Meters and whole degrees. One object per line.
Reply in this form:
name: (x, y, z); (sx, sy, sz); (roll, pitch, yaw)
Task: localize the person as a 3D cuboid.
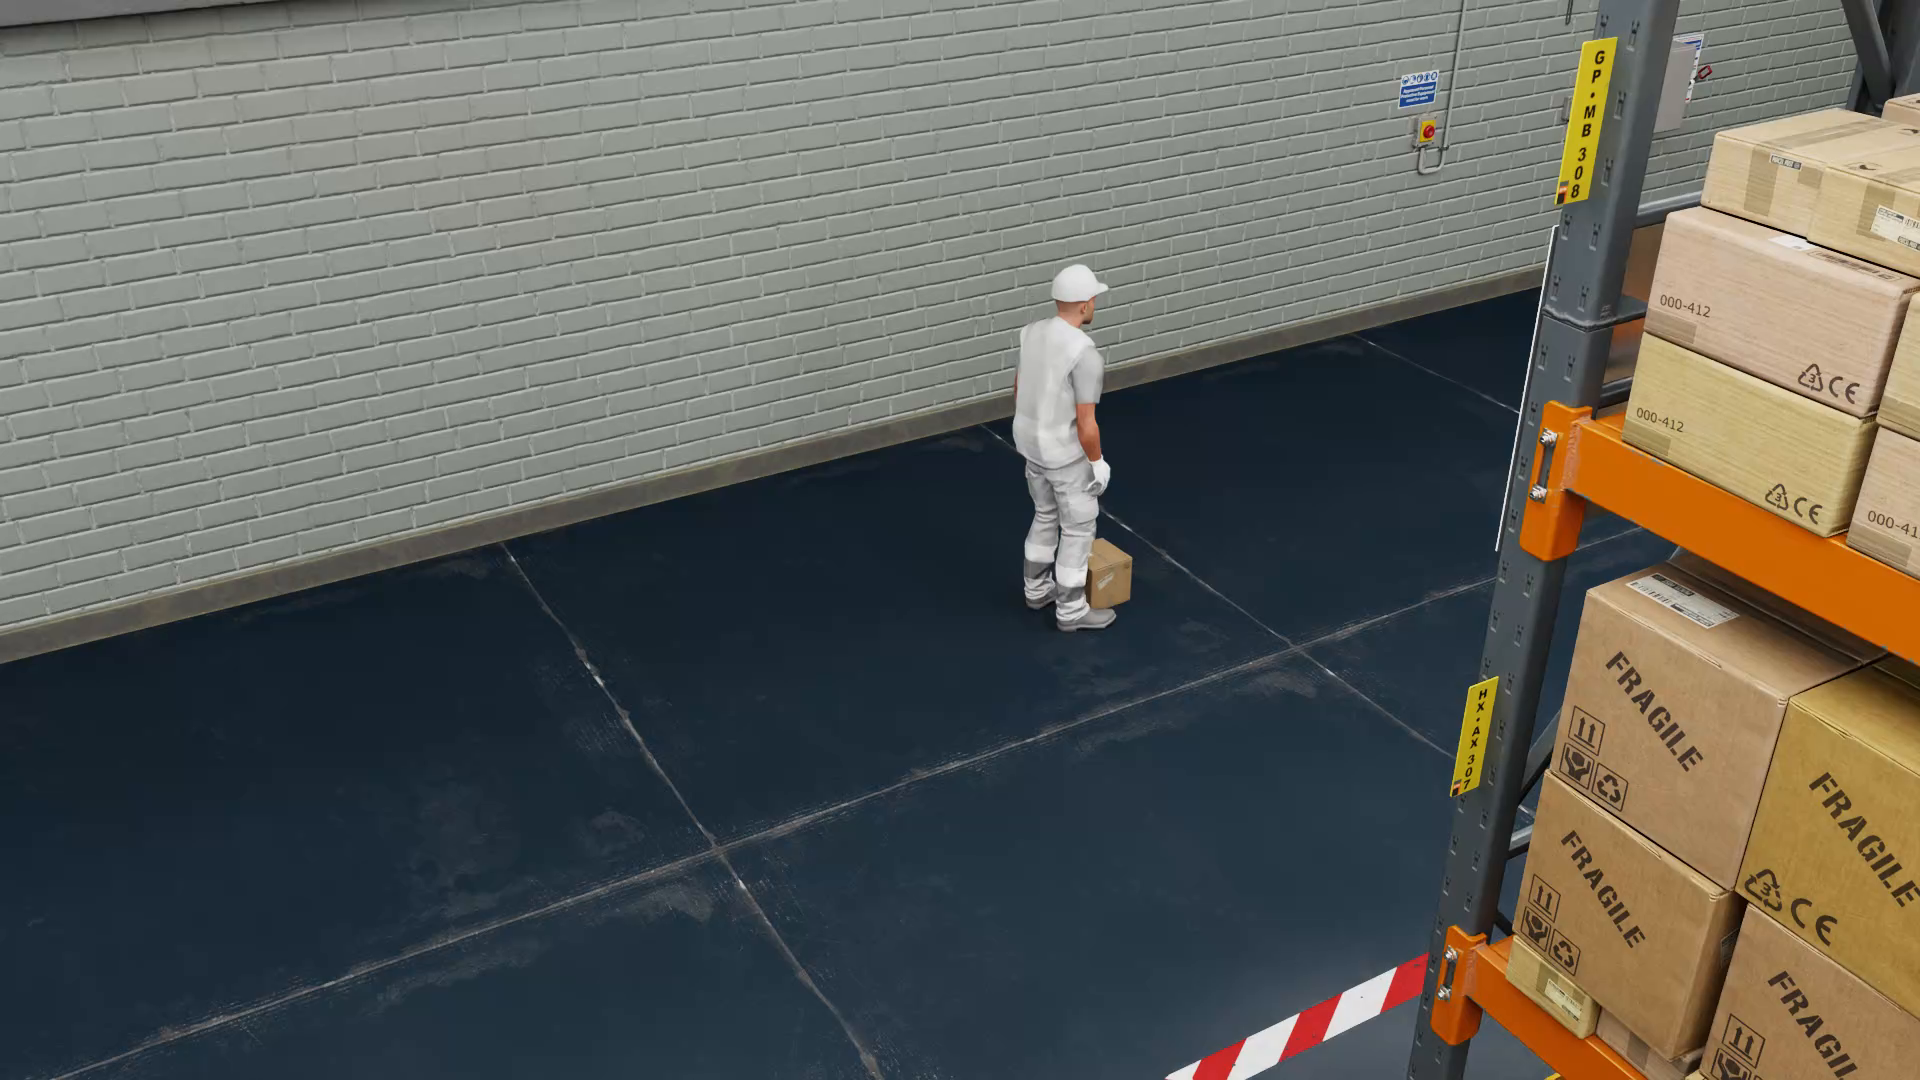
person: (0.493, -0.433, 7.900); (0.451, 1.777, 0.610); (-18, 33, -29)
